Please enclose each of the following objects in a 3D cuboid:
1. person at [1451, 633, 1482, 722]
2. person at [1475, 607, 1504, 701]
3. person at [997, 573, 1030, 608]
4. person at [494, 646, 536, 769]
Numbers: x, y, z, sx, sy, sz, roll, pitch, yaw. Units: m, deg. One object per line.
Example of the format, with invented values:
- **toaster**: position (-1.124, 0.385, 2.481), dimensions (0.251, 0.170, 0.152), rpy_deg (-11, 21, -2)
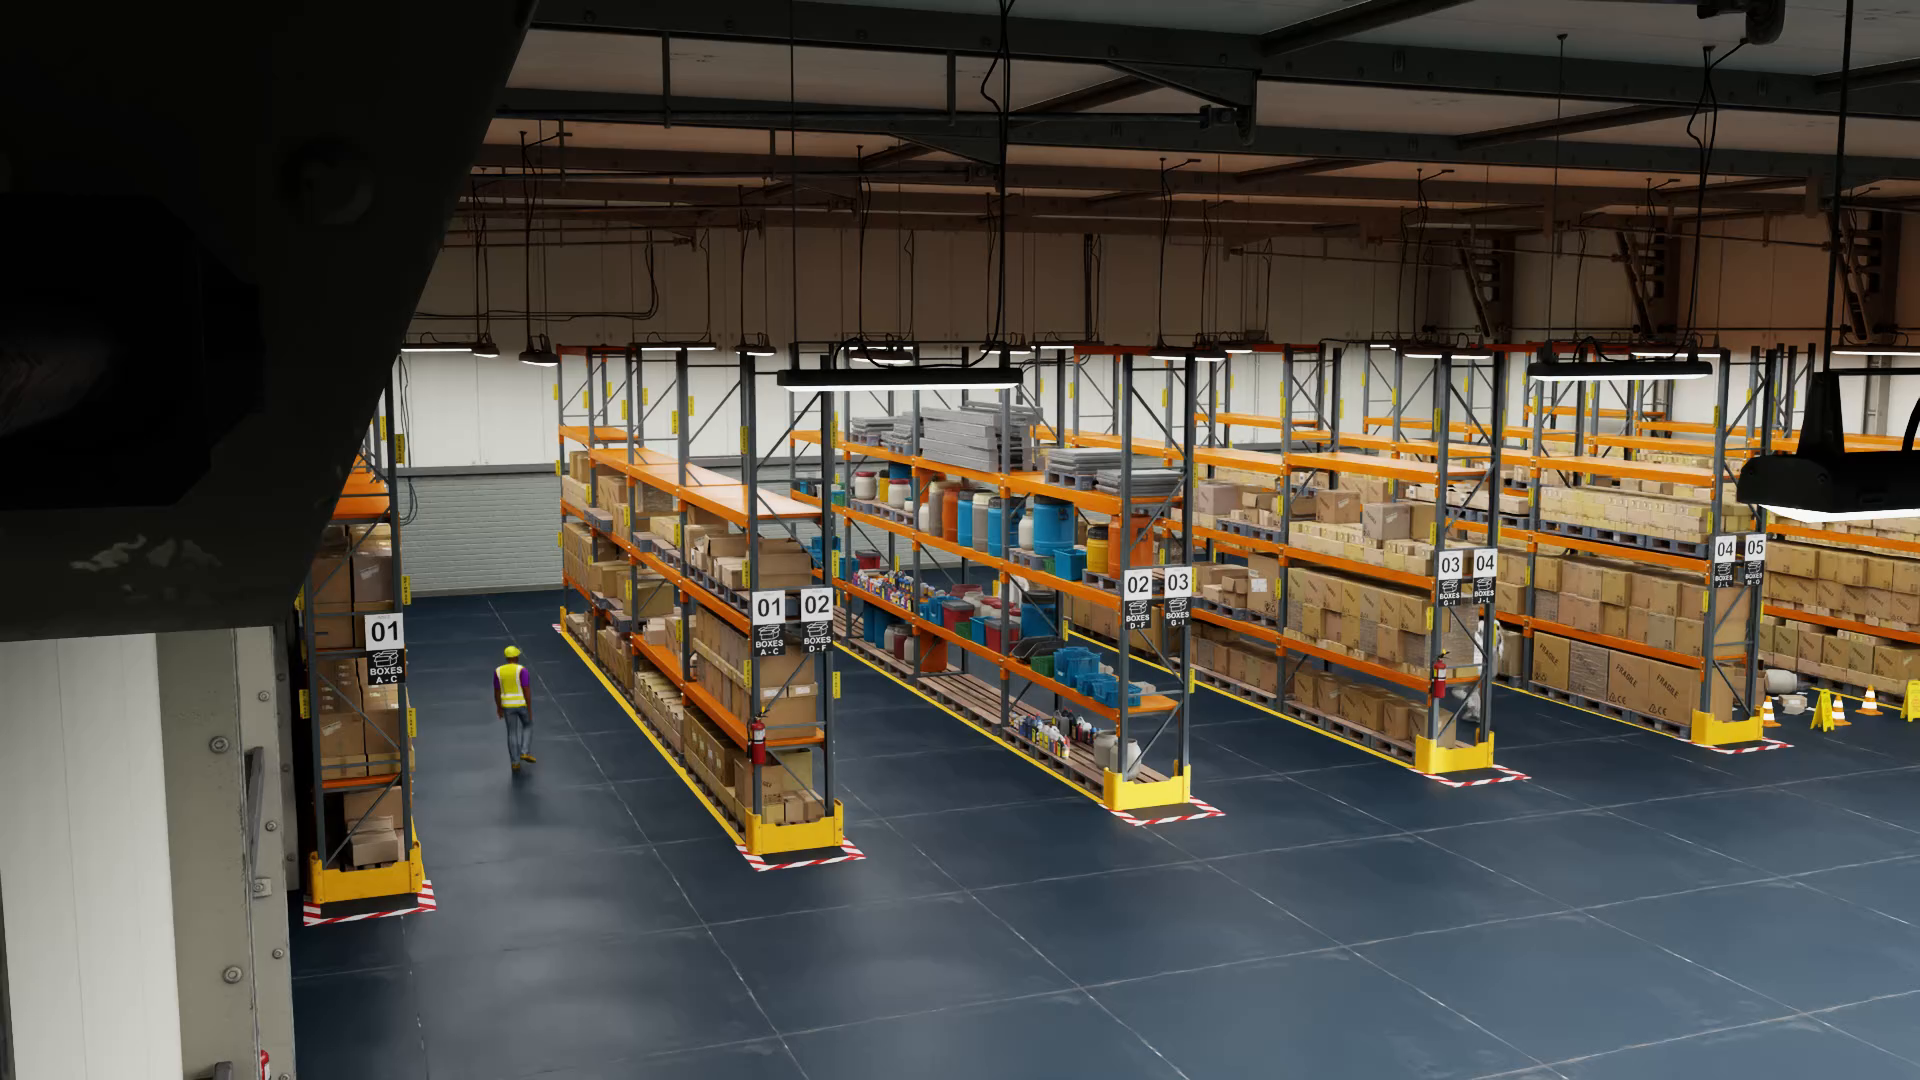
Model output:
- **person**: position (8.245, 2.083, 27.030), dimensions (0.625, 1.660, 0.740), rpy_deg (-3, 8, -20)
- **person**: position (9.003, 1.905, 28.509), dimensions (0.550, 1.655, 0.582), rpy_deg (-1, 7, -8)
- **person**: position (1.117, 1.229, 33.250), dimensions (0.594, 1.717, 1.114), rpy_deg (-4, 8, -26)
- **person**: position (-6.444, 2.402, 24.014), dimensions (0.566, 1.744, 0.528), rpy_deg (-1, 7, -9)
